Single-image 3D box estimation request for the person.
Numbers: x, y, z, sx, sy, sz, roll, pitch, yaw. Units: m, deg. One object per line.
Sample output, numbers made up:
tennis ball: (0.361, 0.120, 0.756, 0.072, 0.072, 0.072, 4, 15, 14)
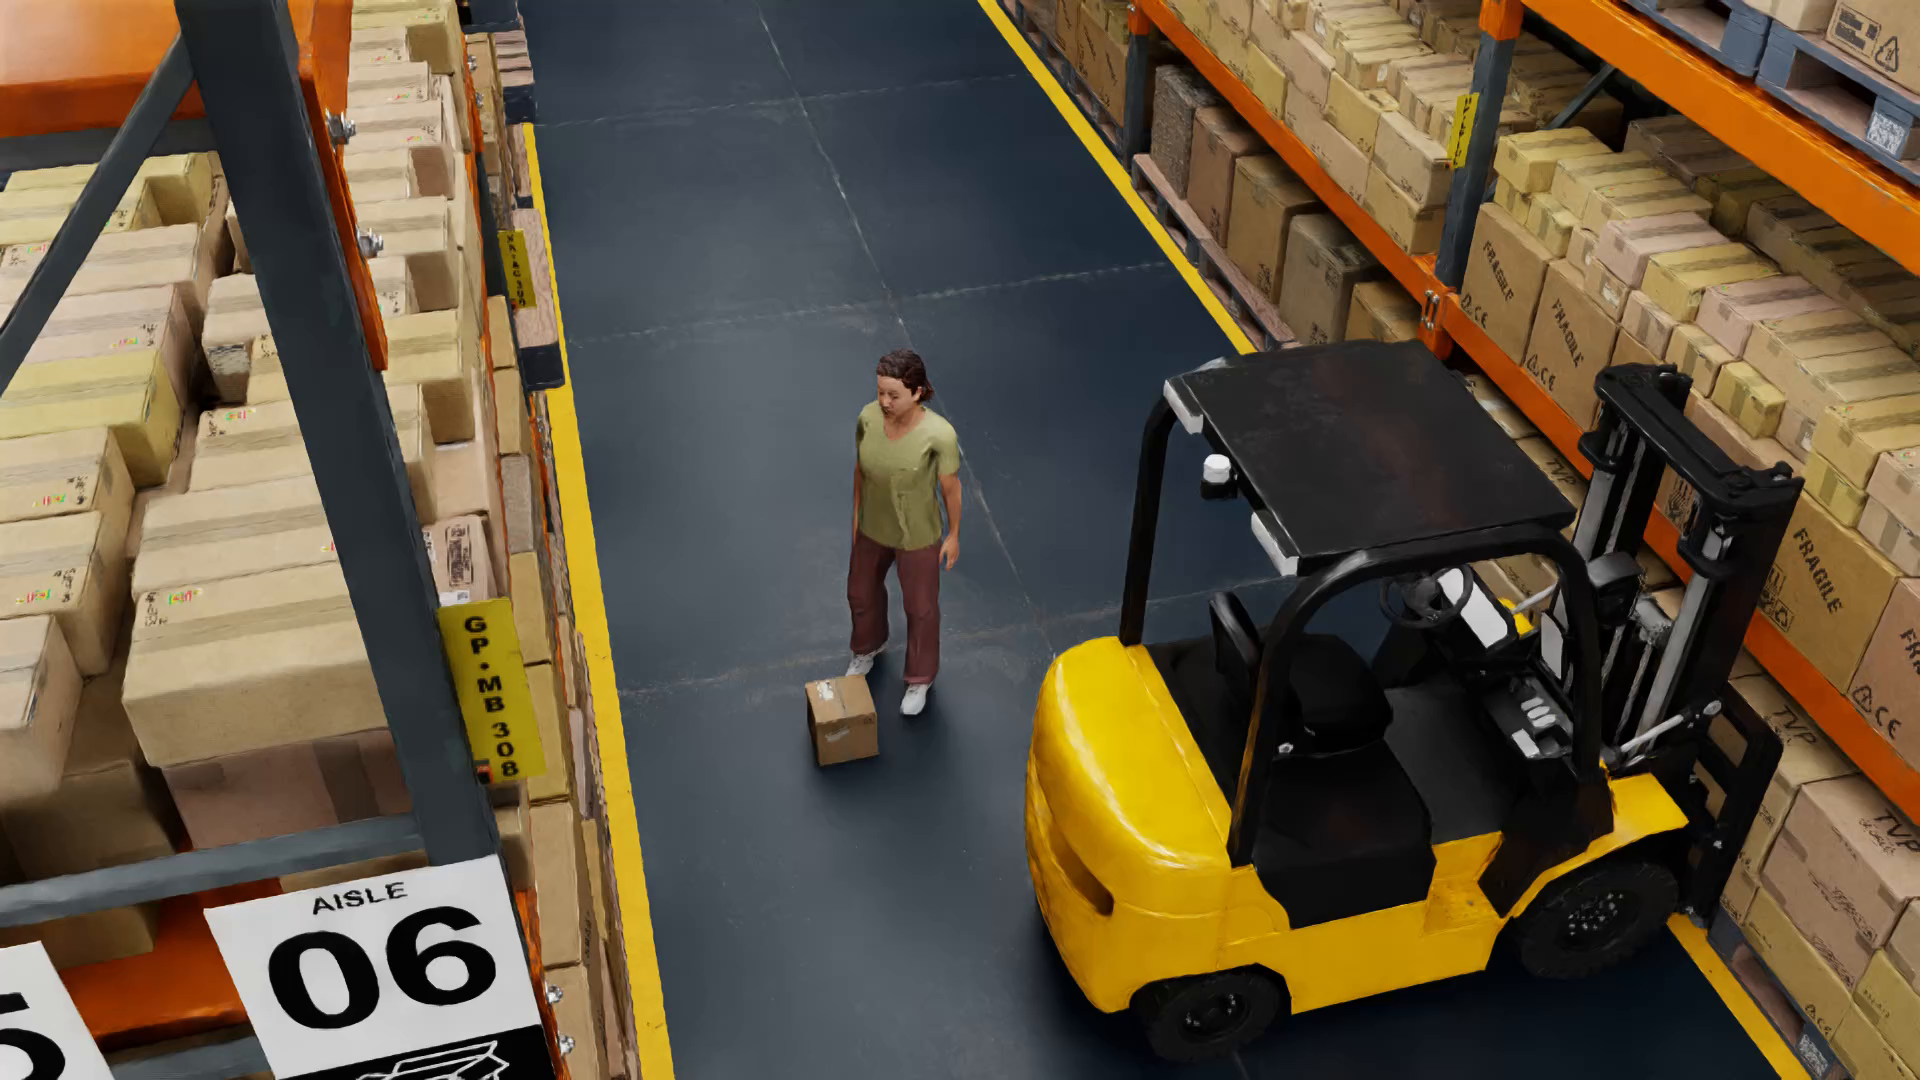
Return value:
person: (-0.260, -0.020, 6.760, 0.521, 1.720, 0.393, 17, 41, 21)
